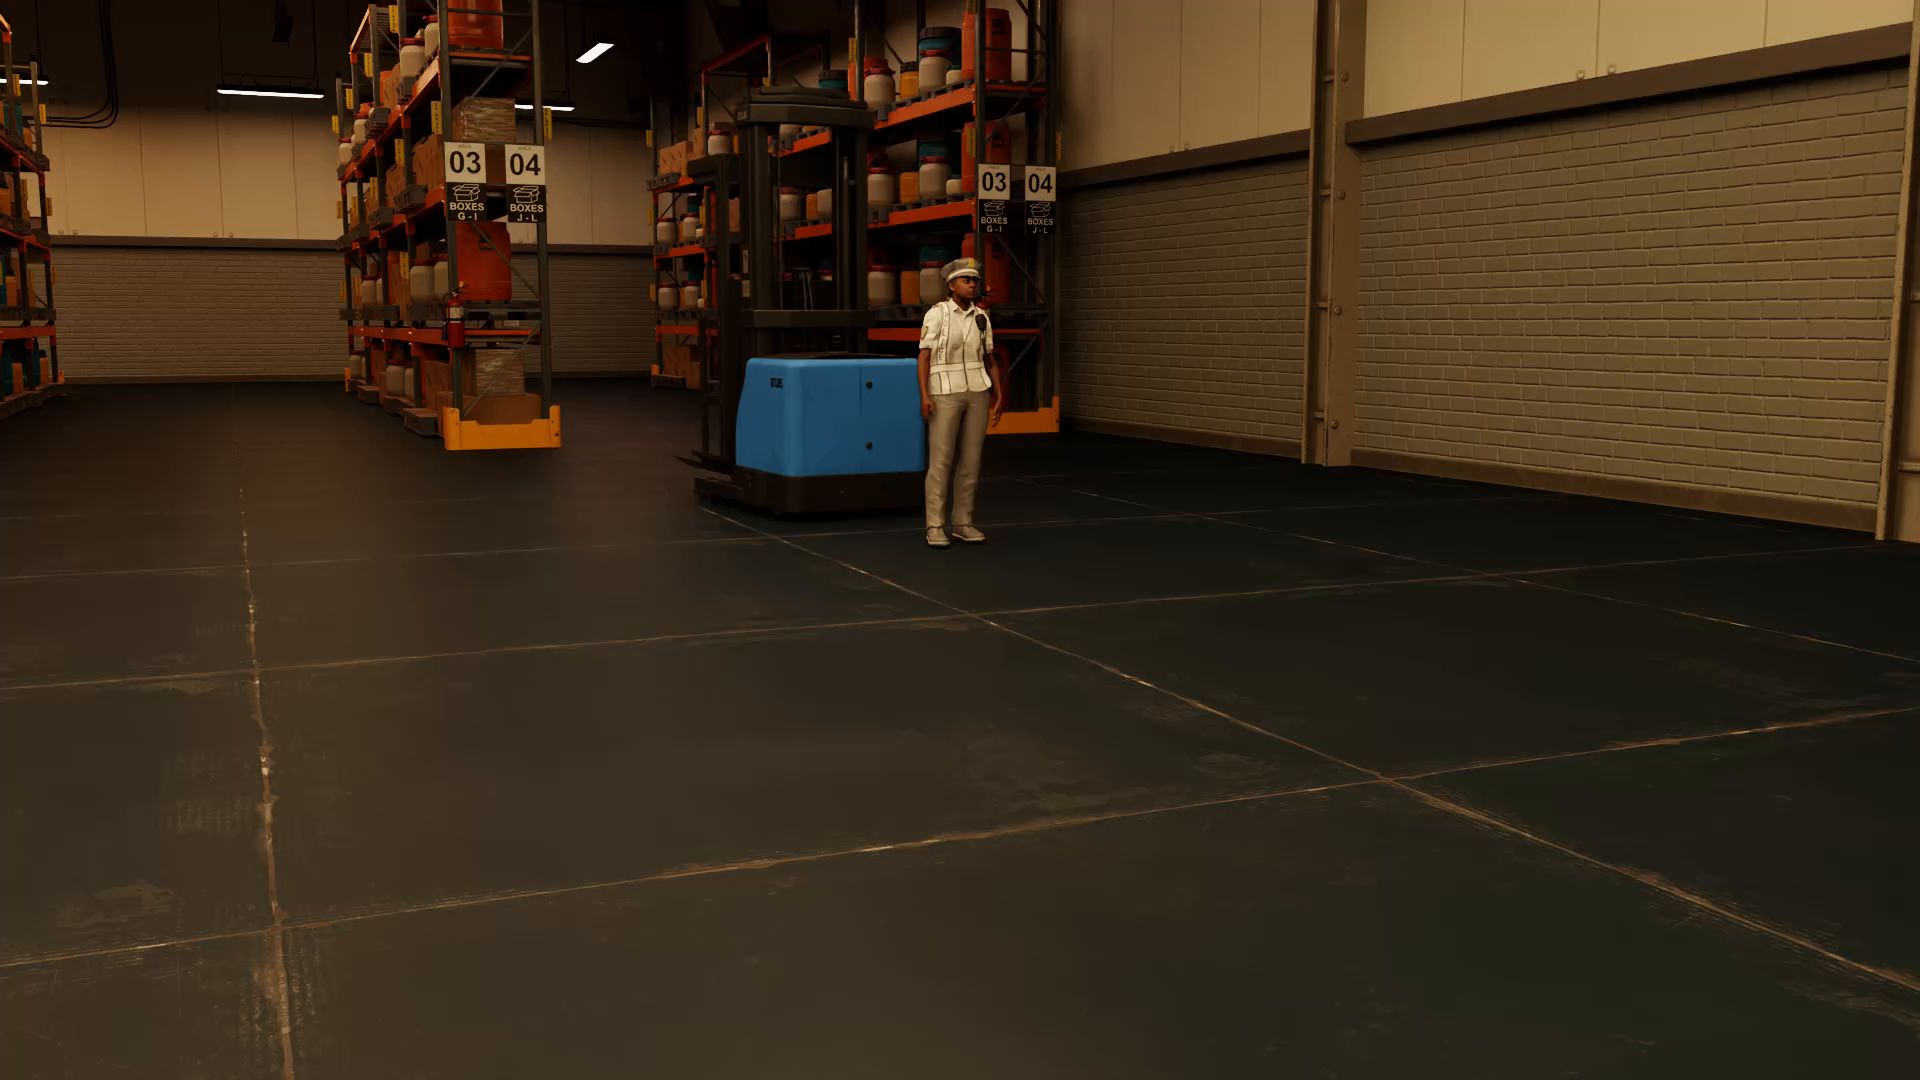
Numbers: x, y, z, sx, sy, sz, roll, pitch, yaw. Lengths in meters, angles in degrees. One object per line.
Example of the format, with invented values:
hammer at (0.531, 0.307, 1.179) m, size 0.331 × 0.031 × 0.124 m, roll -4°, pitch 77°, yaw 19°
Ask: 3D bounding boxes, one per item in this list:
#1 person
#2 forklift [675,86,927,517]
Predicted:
person at (0.012, -0.838, 9.966) m, size 0.570 × 1.697 × 0.528 m, roll -3°, pitch 8°, yaw -23°
forklift at (-1.346, -1.763, 12.311) m, size 1.130 × 2.935 × 3.031 m, roll -4°, pitch 8°, yaw -27°
